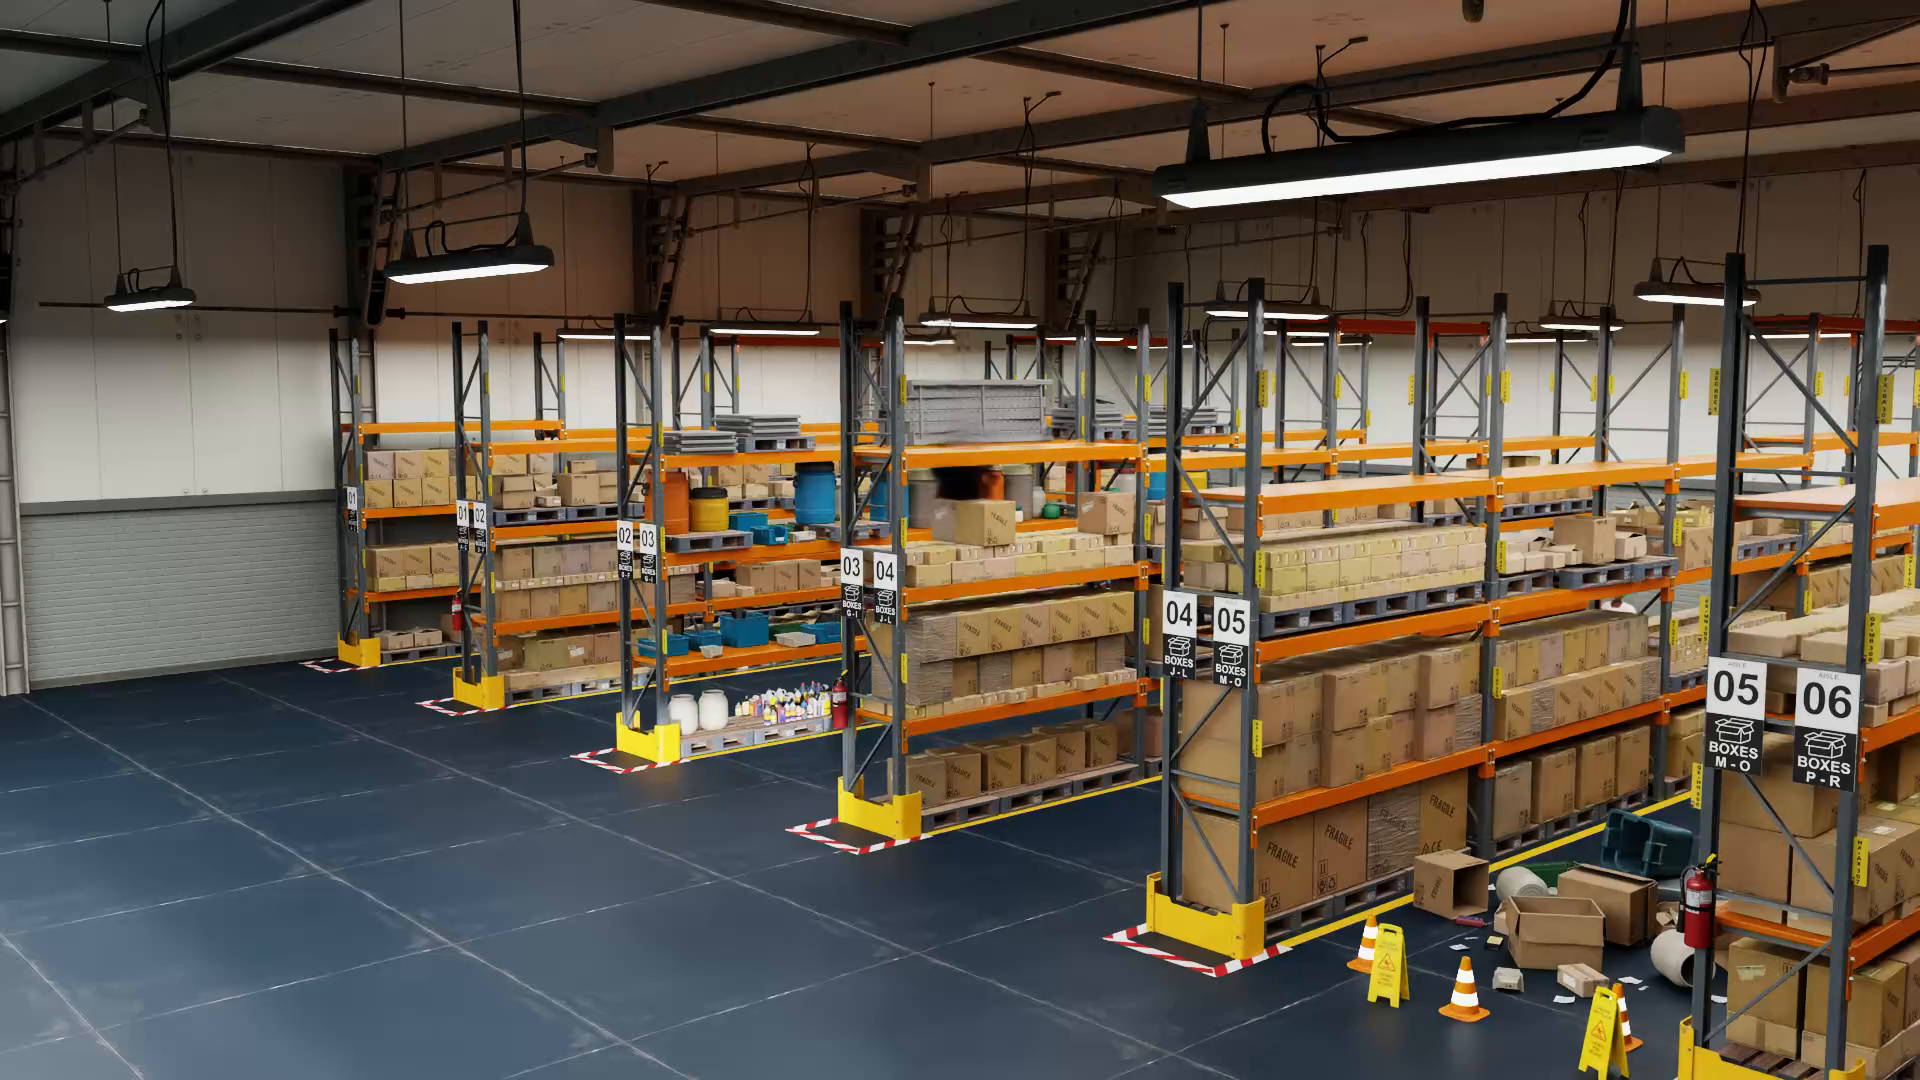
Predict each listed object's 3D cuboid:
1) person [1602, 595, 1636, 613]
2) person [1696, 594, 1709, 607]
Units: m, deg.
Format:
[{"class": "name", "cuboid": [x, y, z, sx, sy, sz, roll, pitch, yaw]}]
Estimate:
[{"class": "person", "cuboid": [10.566, 1.613, 26.820, 0.692, 1.781, 0.945, 5, 8, 41]}, {"class": "person", "cuboid": [11.428, 1.746, 25.661, 0.762, 1.839, 0.642, -5, 7, -41]}]
